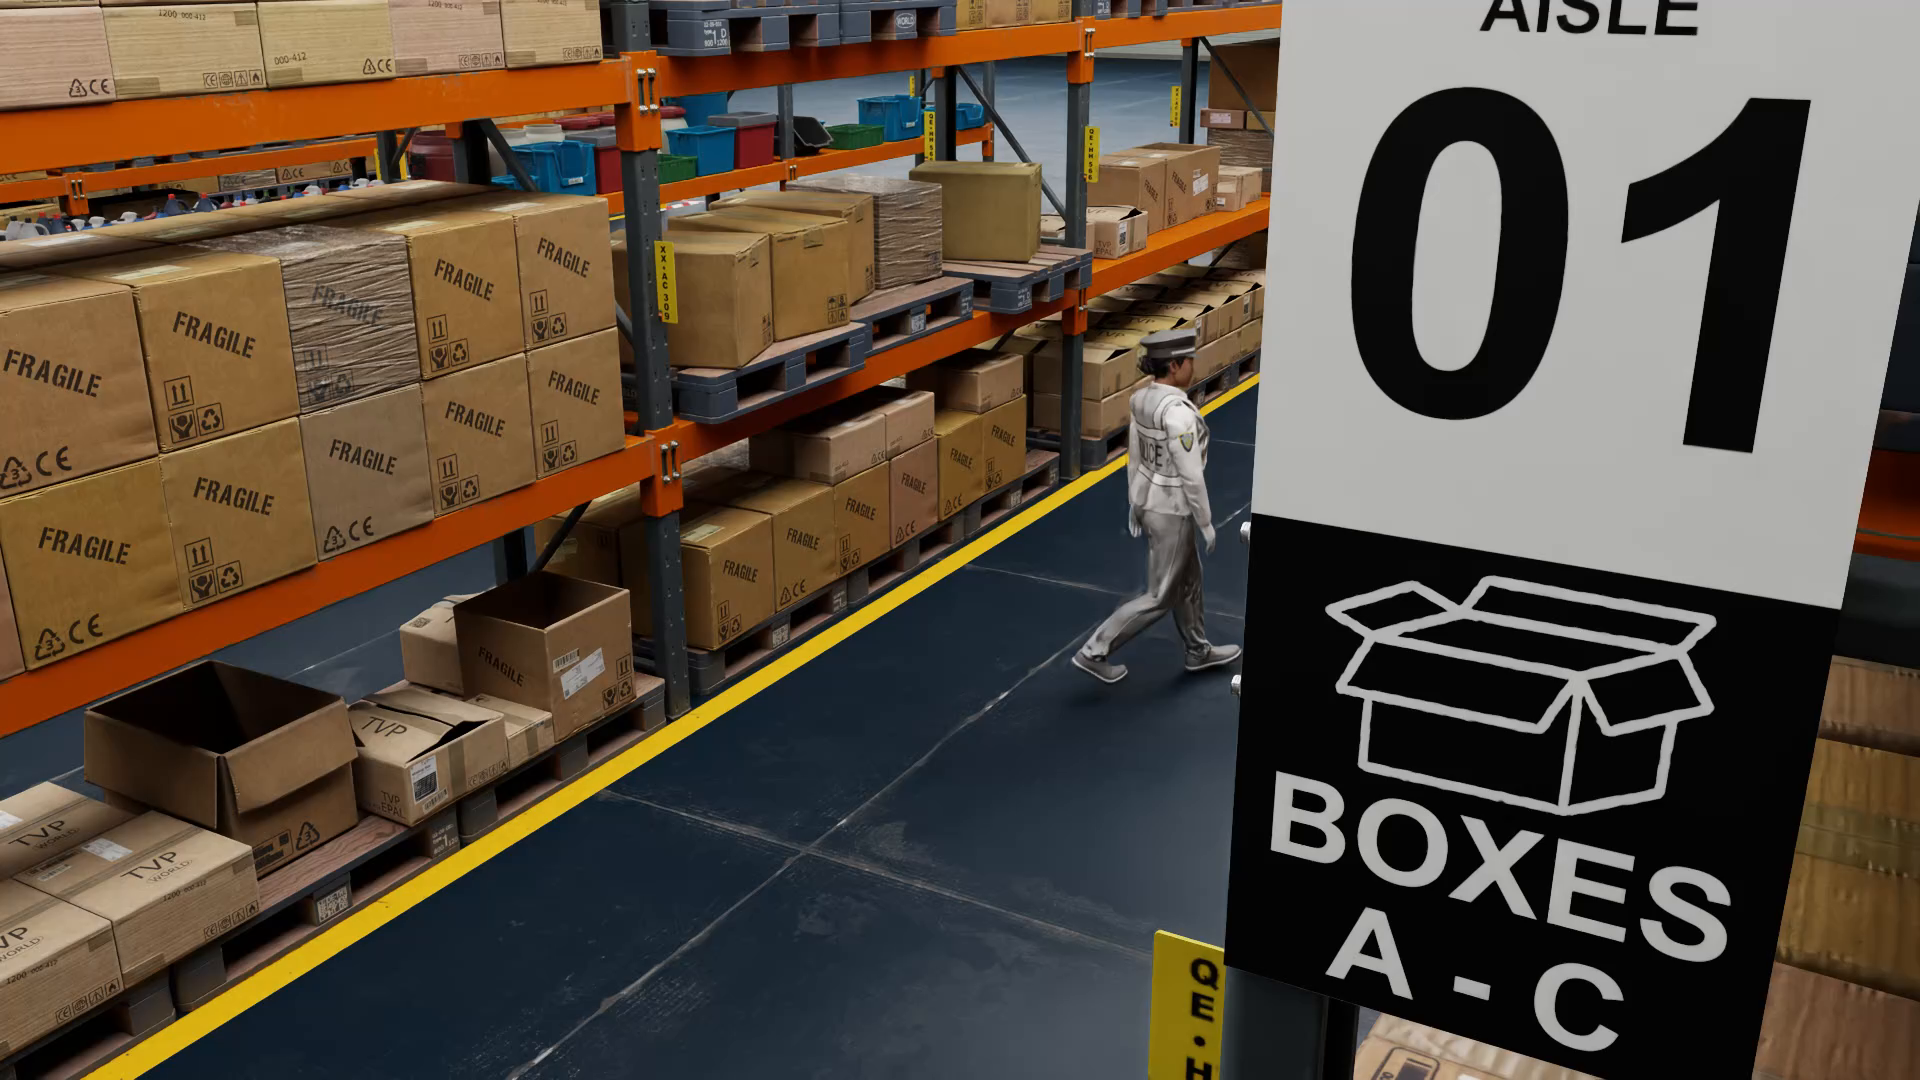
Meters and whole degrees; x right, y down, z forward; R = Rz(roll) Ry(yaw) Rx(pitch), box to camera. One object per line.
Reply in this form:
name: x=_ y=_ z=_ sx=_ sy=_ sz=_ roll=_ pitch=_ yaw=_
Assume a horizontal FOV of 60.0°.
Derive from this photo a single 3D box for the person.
person: x=0.925 y=-0.127 z=7.421 sx=0.867 sy=1.639 sz=0.513 roll=-5 pitch=20 yaw=-13
